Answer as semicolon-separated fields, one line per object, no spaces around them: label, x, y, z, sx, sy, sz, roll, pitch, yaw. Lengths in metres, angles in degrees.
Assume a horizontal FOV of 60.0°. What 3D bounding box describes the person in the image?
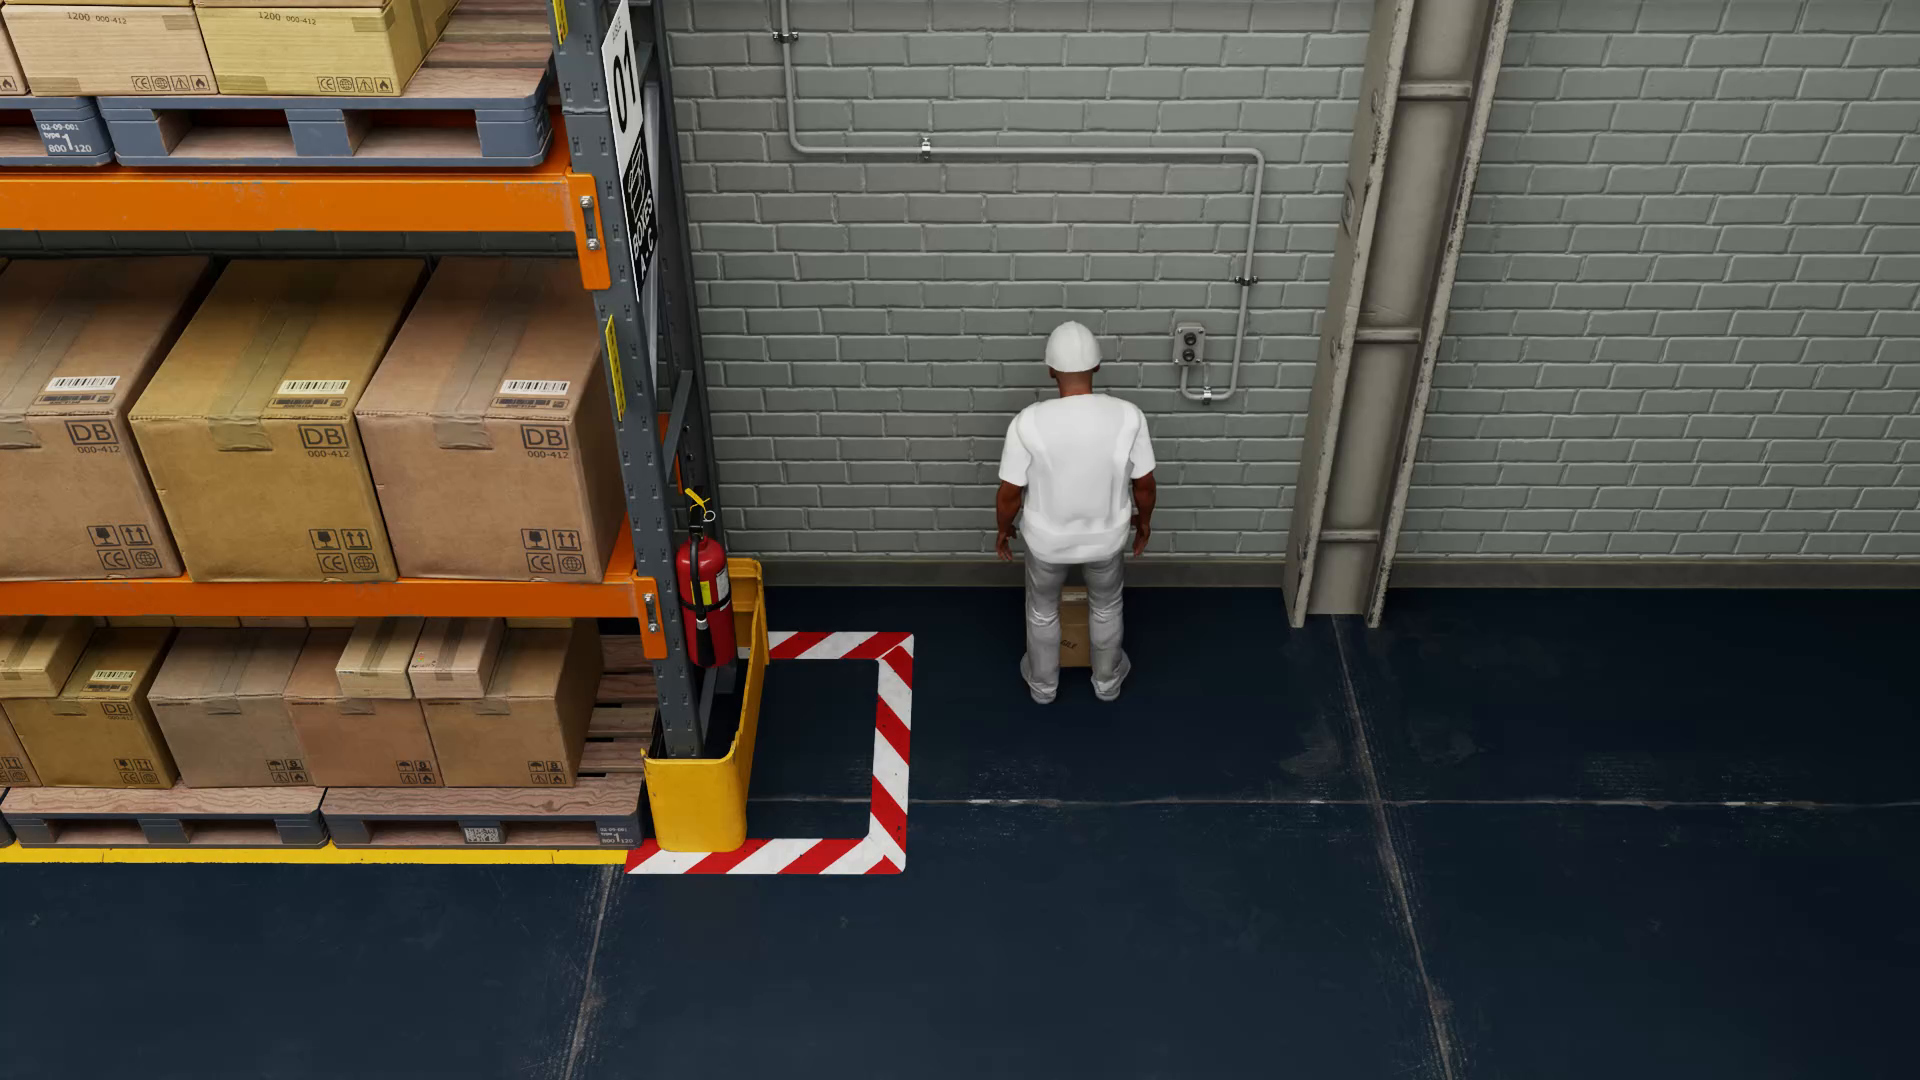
person;0.449;-0.062;6.576;0.629;1.759;0.460;-2;39;-2
